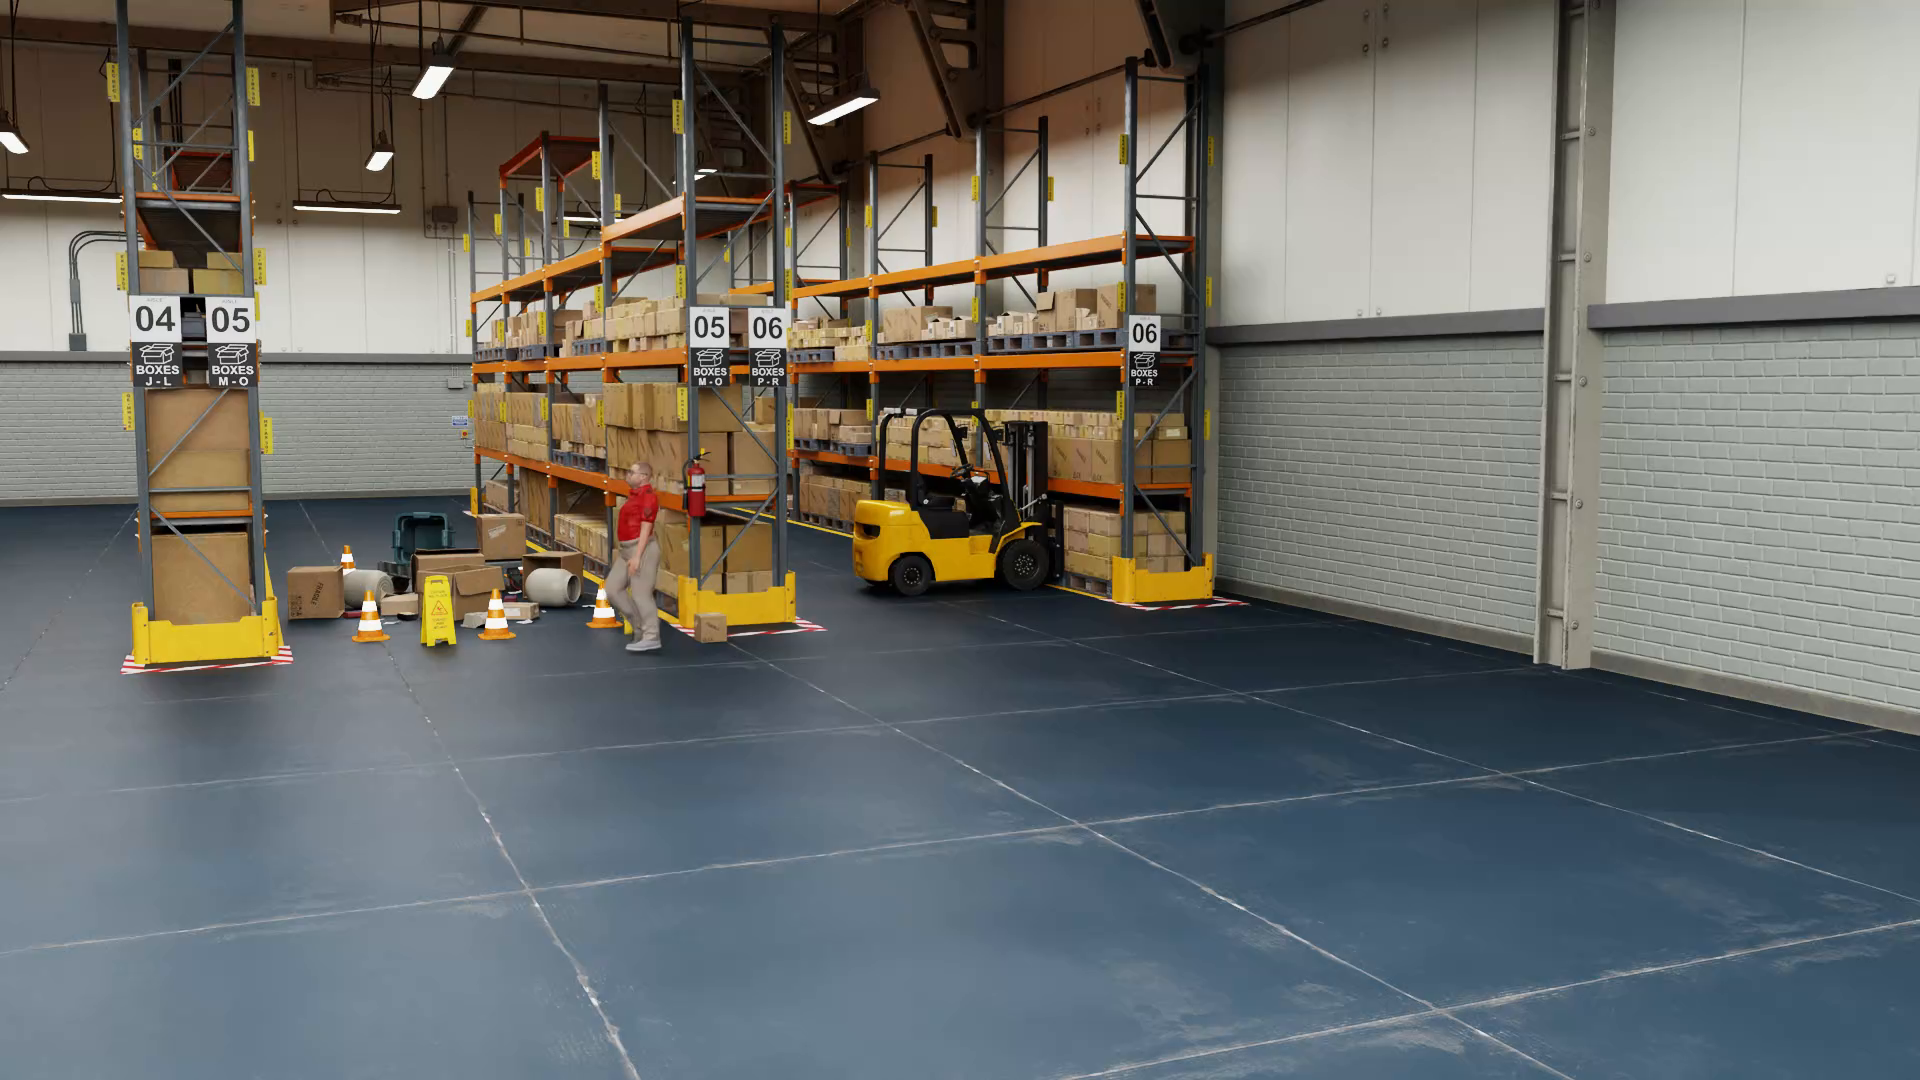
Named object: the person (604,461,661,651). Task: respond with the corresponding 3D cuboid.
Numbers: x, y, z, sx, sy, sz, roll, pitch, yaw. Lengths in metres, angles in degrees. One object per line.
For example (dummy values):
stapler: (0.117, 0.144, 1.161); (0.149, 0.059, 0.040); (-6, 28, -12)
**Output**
person: (-2.953, 0.167, 15.051); (0.447, 1.753, 0.528); (-3, 6, -30)
